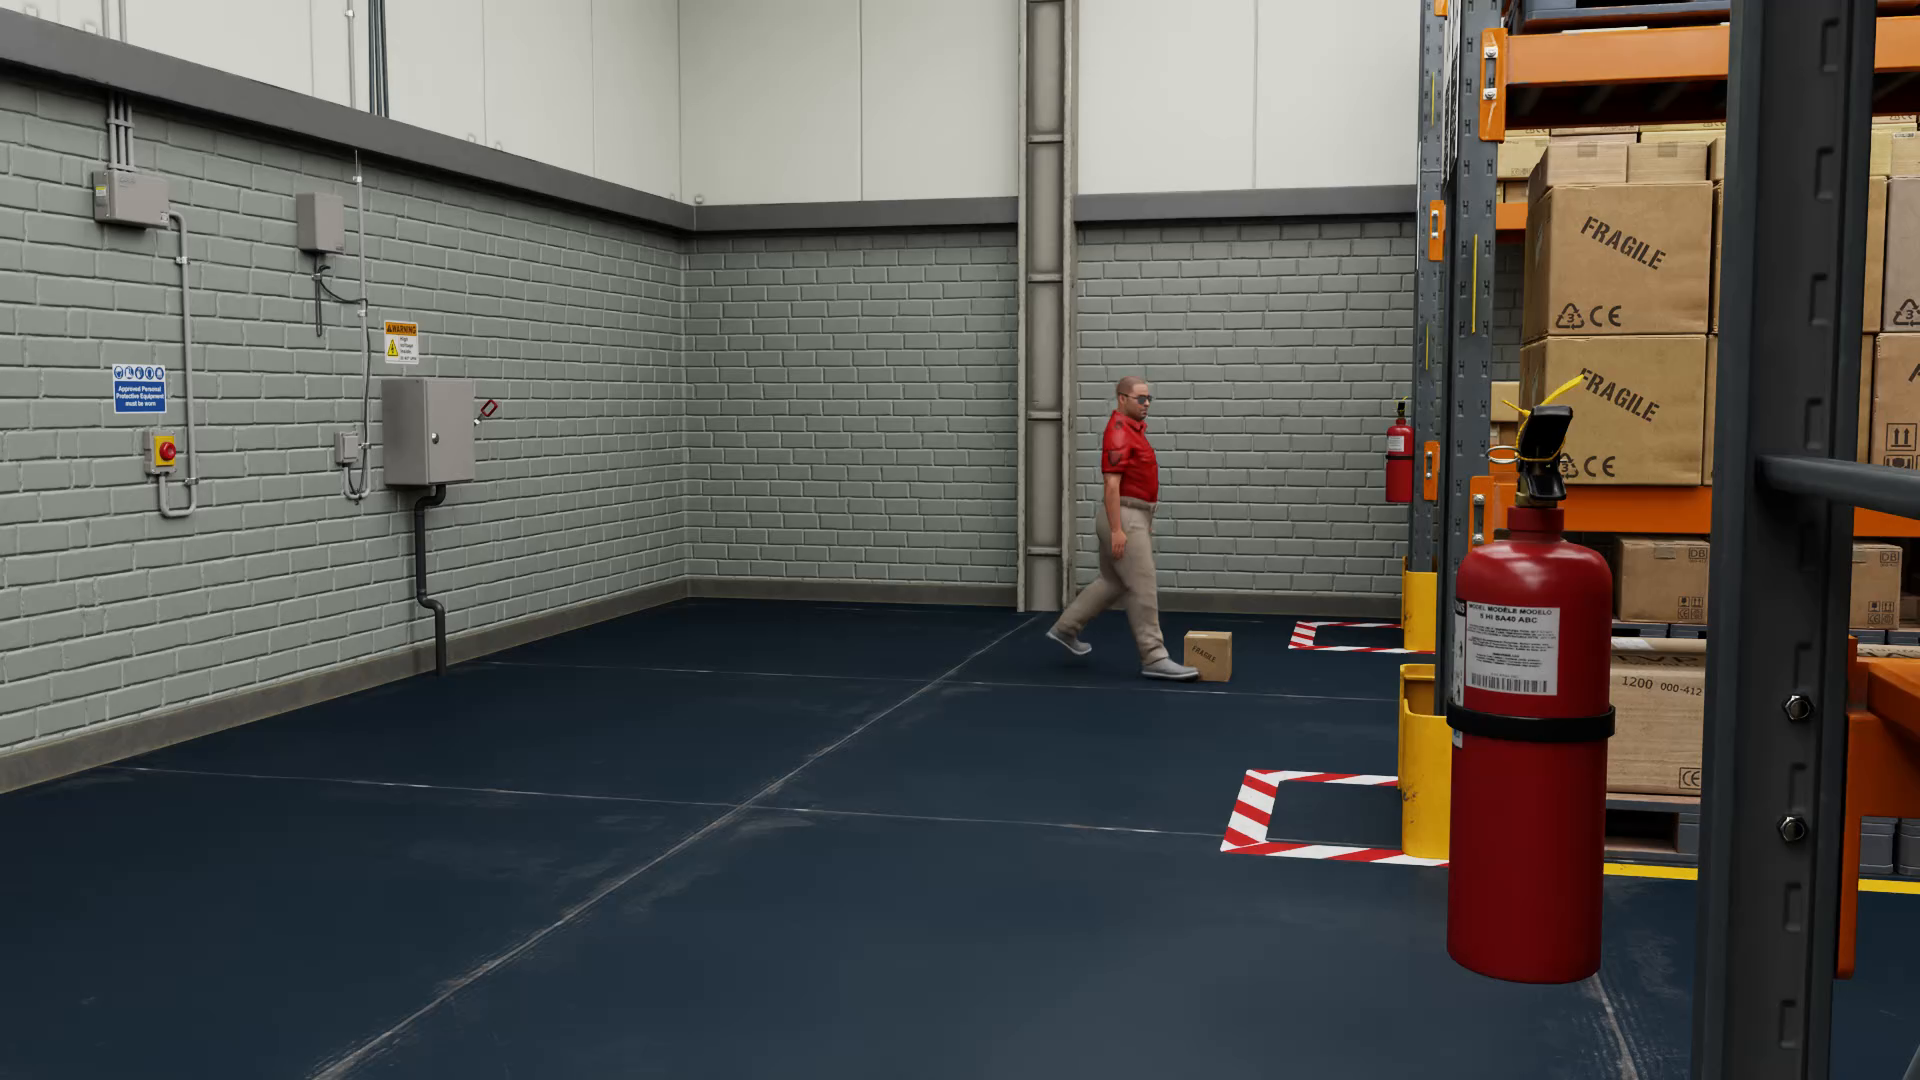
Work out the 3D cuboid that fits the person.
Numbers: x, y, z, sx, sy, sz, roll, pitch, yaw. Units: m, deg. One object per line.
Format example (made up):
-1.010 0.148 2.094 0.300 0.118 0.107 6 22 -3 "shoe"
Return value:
0.953 -0.091 9.615 0.862 1.705 0.640 1 5 8 "person"
